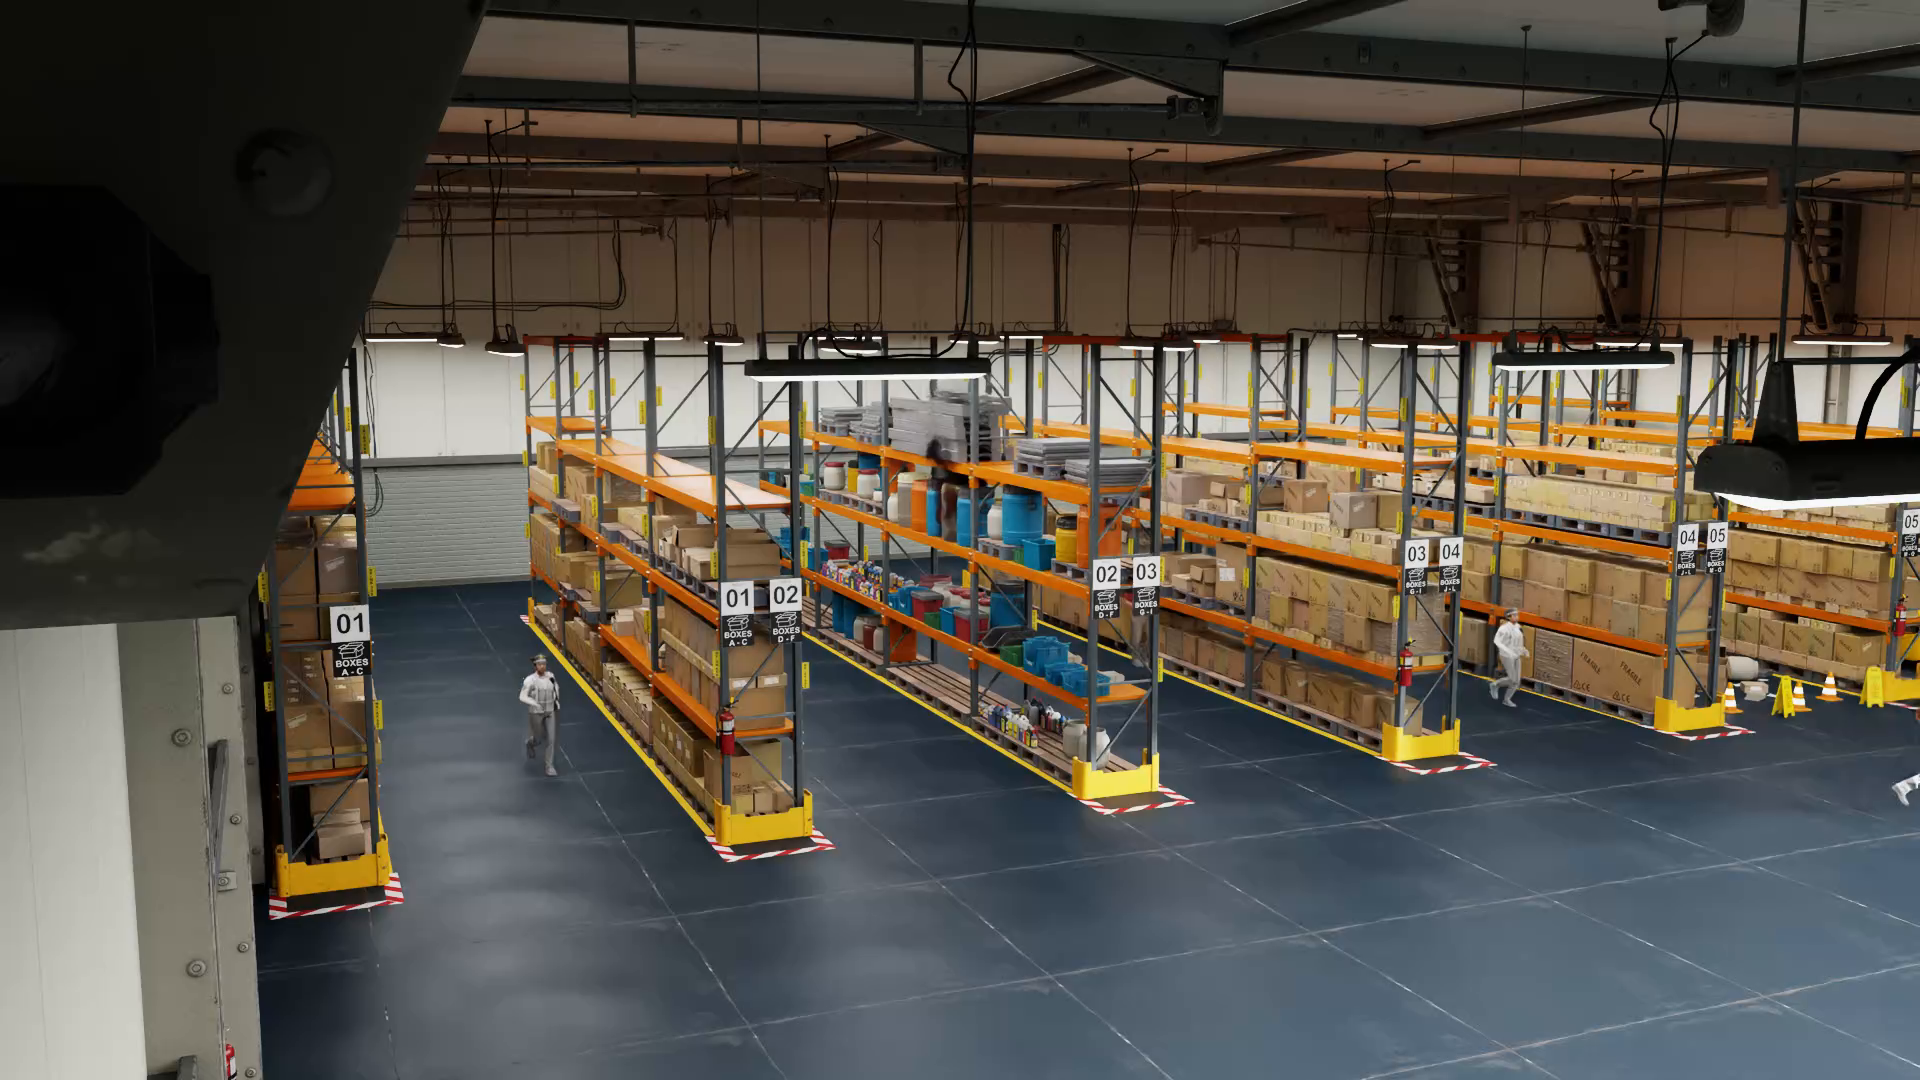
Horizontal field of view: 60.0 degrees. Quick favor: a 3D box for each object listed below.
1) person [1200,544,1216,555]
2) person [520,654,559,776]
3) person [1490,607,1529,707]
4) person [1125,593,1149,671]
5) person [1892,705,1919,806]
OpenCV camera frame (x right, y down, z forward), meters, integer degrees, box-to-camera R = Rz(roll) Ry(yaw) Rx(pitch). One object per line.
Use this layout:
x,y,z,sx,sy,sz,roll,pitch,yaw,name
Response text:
6.438,-0.182,42.419,0.865,1.811,0.671,-2,8,-14,person
-5.839,2.405,23.258,0.618,1.669,0.890,-5,9,-35,person
8.998,1.897,27.247,0.602,1.652,0.543,-5,9,-33,person
3.174,1.412,28.733,0.657,1.781,0.638,-3,8,-22,person
12.427,2.640,21.302,0.886,1.781,0.664,2,8,15,person
